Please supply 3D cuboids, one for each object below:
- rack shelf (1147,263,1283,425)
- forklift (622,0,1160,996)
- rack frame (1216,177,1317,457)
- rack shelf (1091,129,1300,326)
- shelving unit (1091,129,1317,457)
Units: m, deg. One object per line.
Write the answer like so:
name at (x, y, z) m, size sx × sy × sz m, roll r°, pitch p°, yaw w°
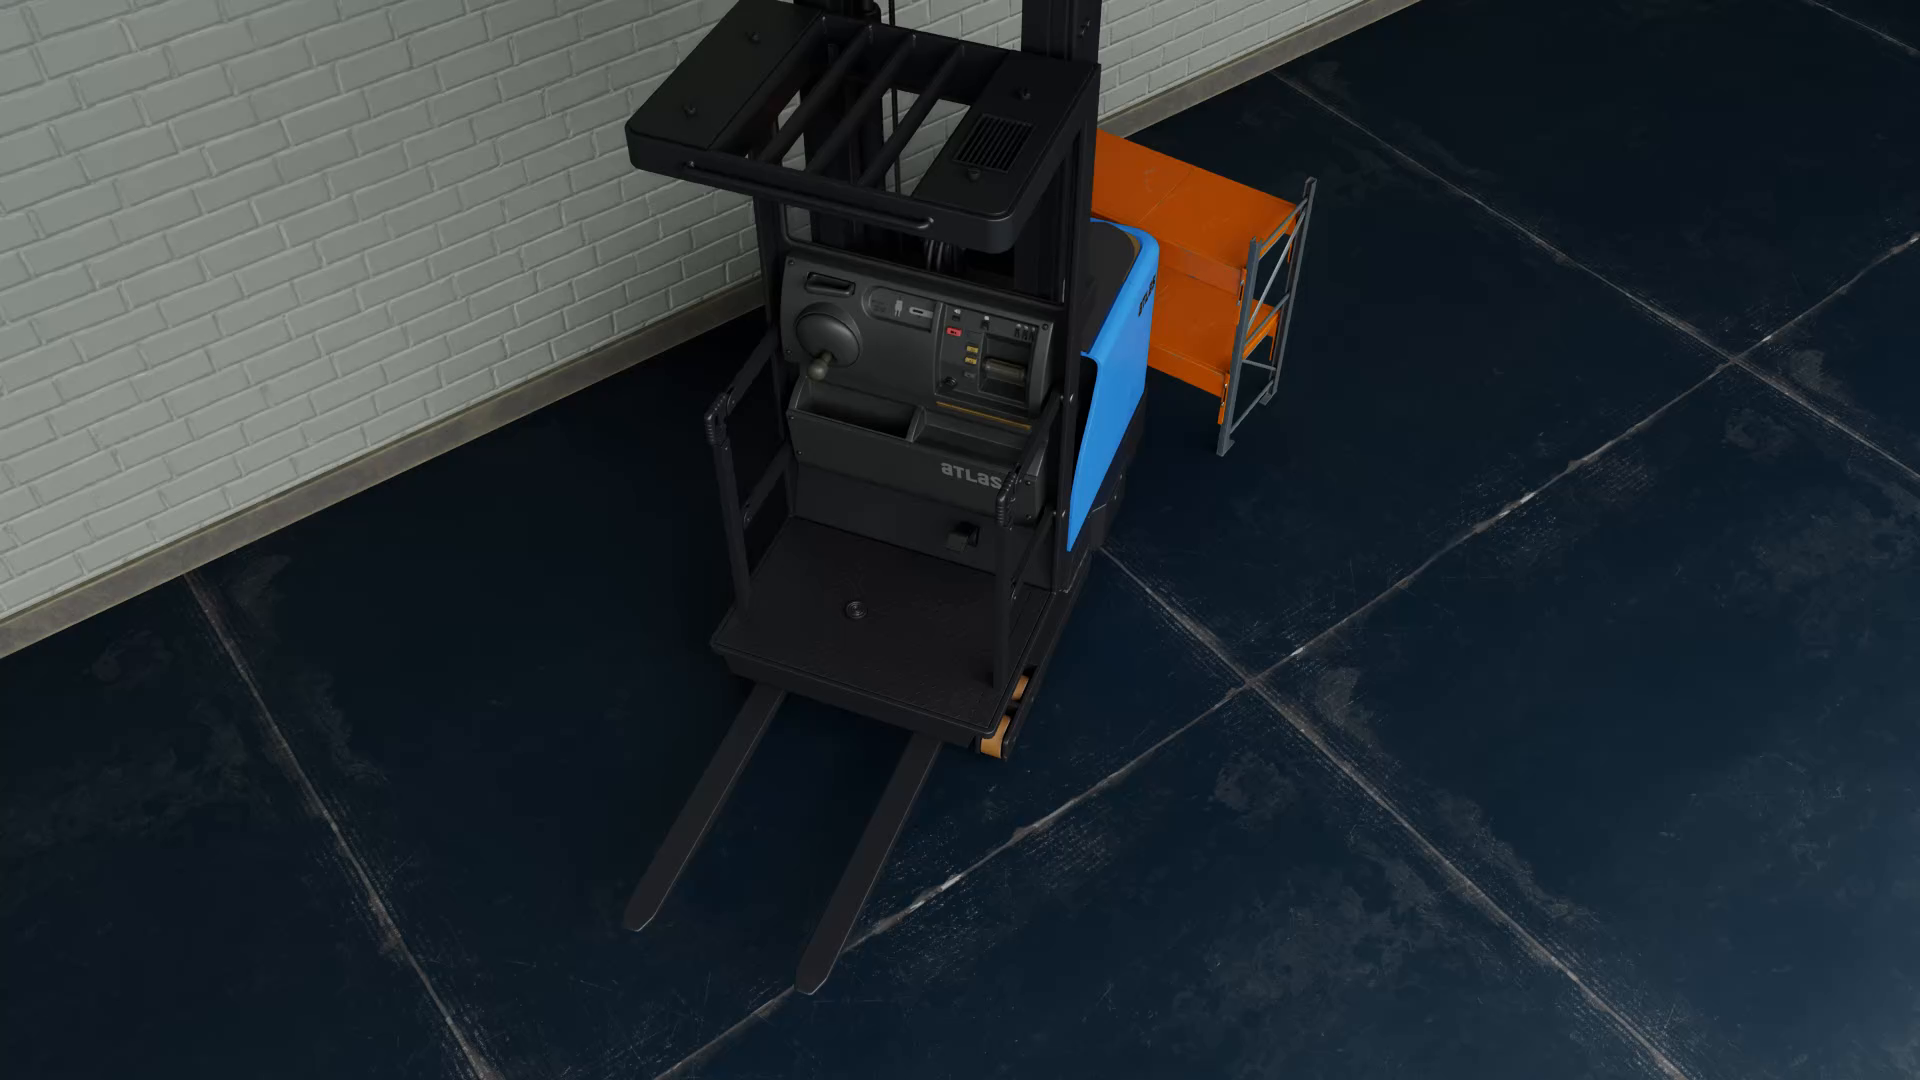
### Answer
rack shelf at (0.826, -0.940, 7.171) m, size 1.000 × 0.278 × 0.538 m, roll 27°, pitch 53°, yaw 22°
forklift at (-0.225, -0.554, 5.273) m, size 1.130 × 2.935 × 3.031 m, roll 16°, pitch 50°, yaw 14°
rack frame at (1.244, -0.890, 6.796) m, size 0.032 × 1.125 × 0.500 m, roll 27°, pitch 53°, yaw 22°
rack shelf at (0.826, -1.300, 6.773) m, size 1.000 × 0.278 × 0.538 m, roll 27°, pitch 53°, yaw 22°
shelving unit at (0.826, -1.104, 6.990) m, size 1.048 × 1.125 × 0.538 m, roll 27°, pitch 53°, yaw 22°
